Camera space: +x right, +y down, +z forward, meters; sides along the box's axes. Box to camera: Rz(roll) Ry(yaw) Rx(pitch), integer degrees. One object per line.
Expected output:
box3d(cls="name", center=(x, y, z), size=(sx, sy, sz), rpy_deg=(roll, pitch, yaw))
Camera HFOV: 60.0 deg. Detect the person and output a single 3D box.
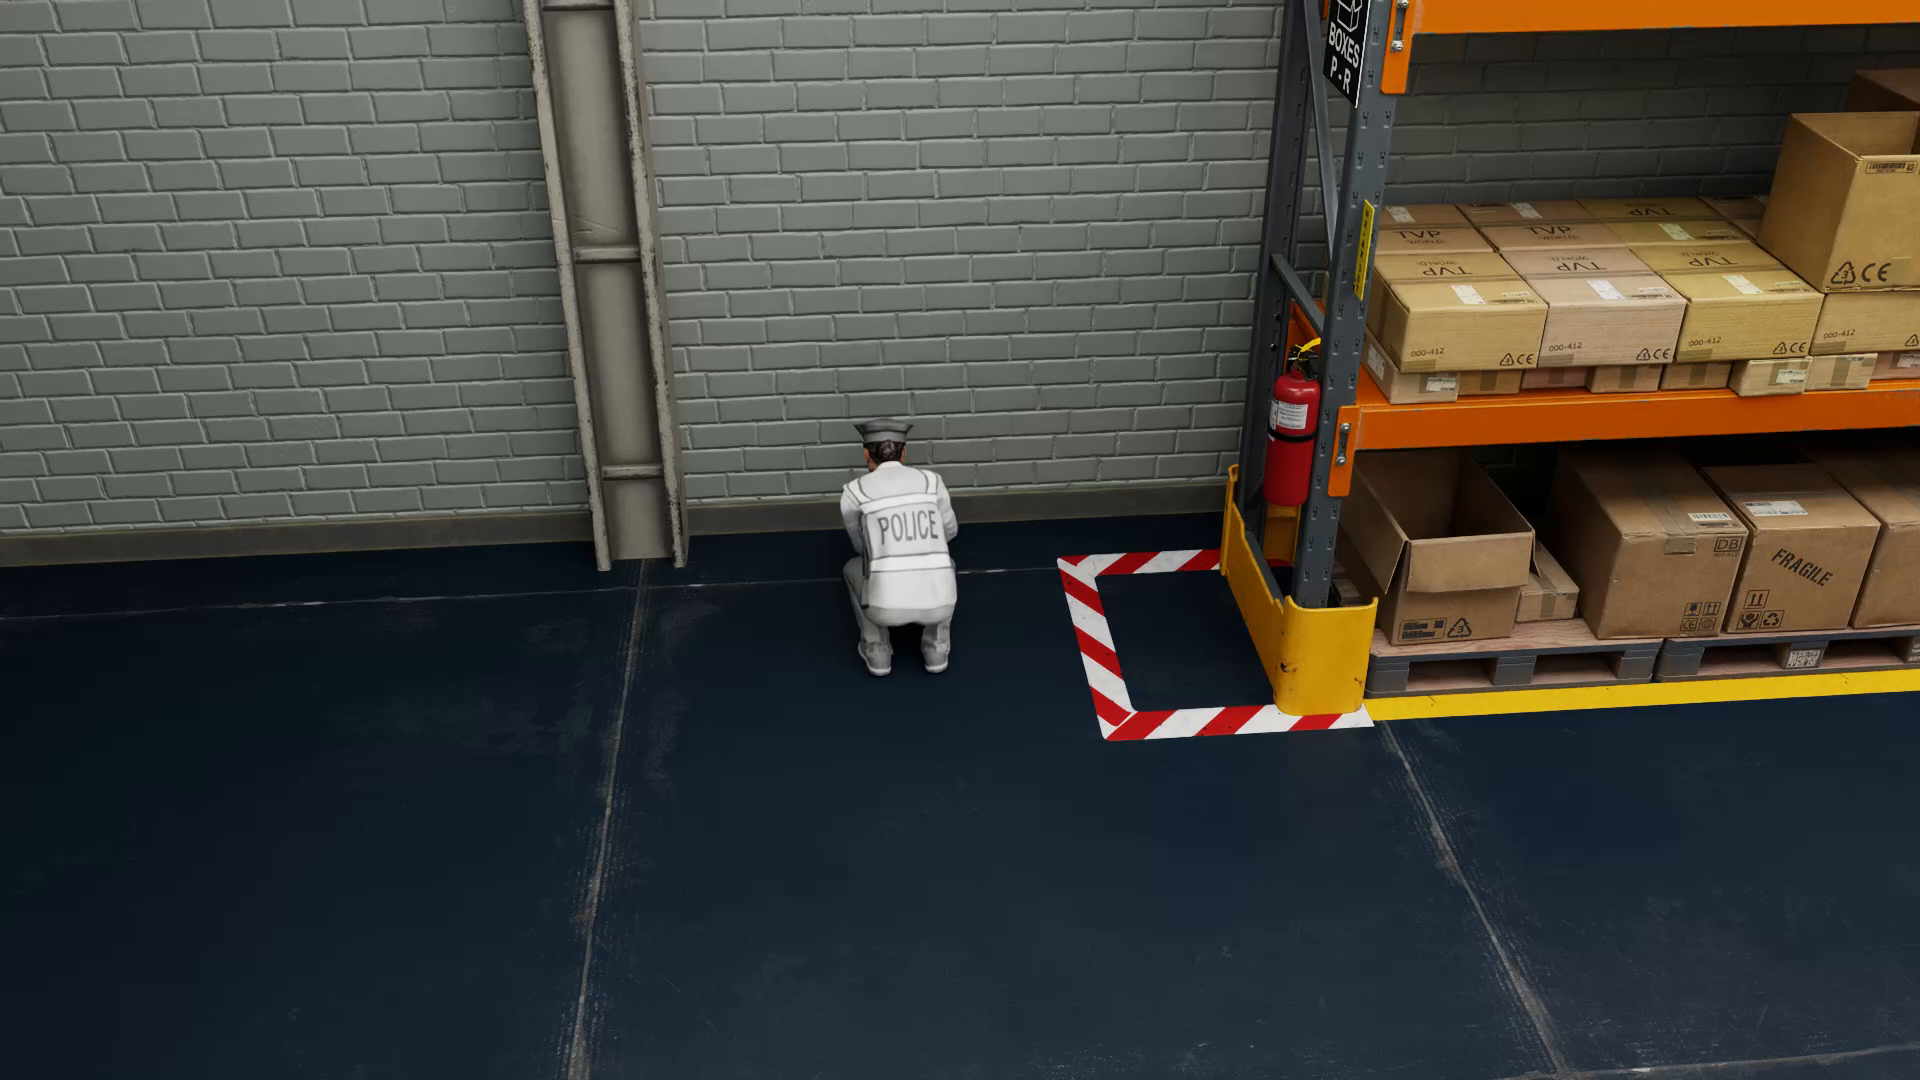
box3d(cls="person", center=(-0.239, 0.010, 6.811), size=(0.492, 0.960, 0.833), rpy_deg=(-3, 31, -5))
